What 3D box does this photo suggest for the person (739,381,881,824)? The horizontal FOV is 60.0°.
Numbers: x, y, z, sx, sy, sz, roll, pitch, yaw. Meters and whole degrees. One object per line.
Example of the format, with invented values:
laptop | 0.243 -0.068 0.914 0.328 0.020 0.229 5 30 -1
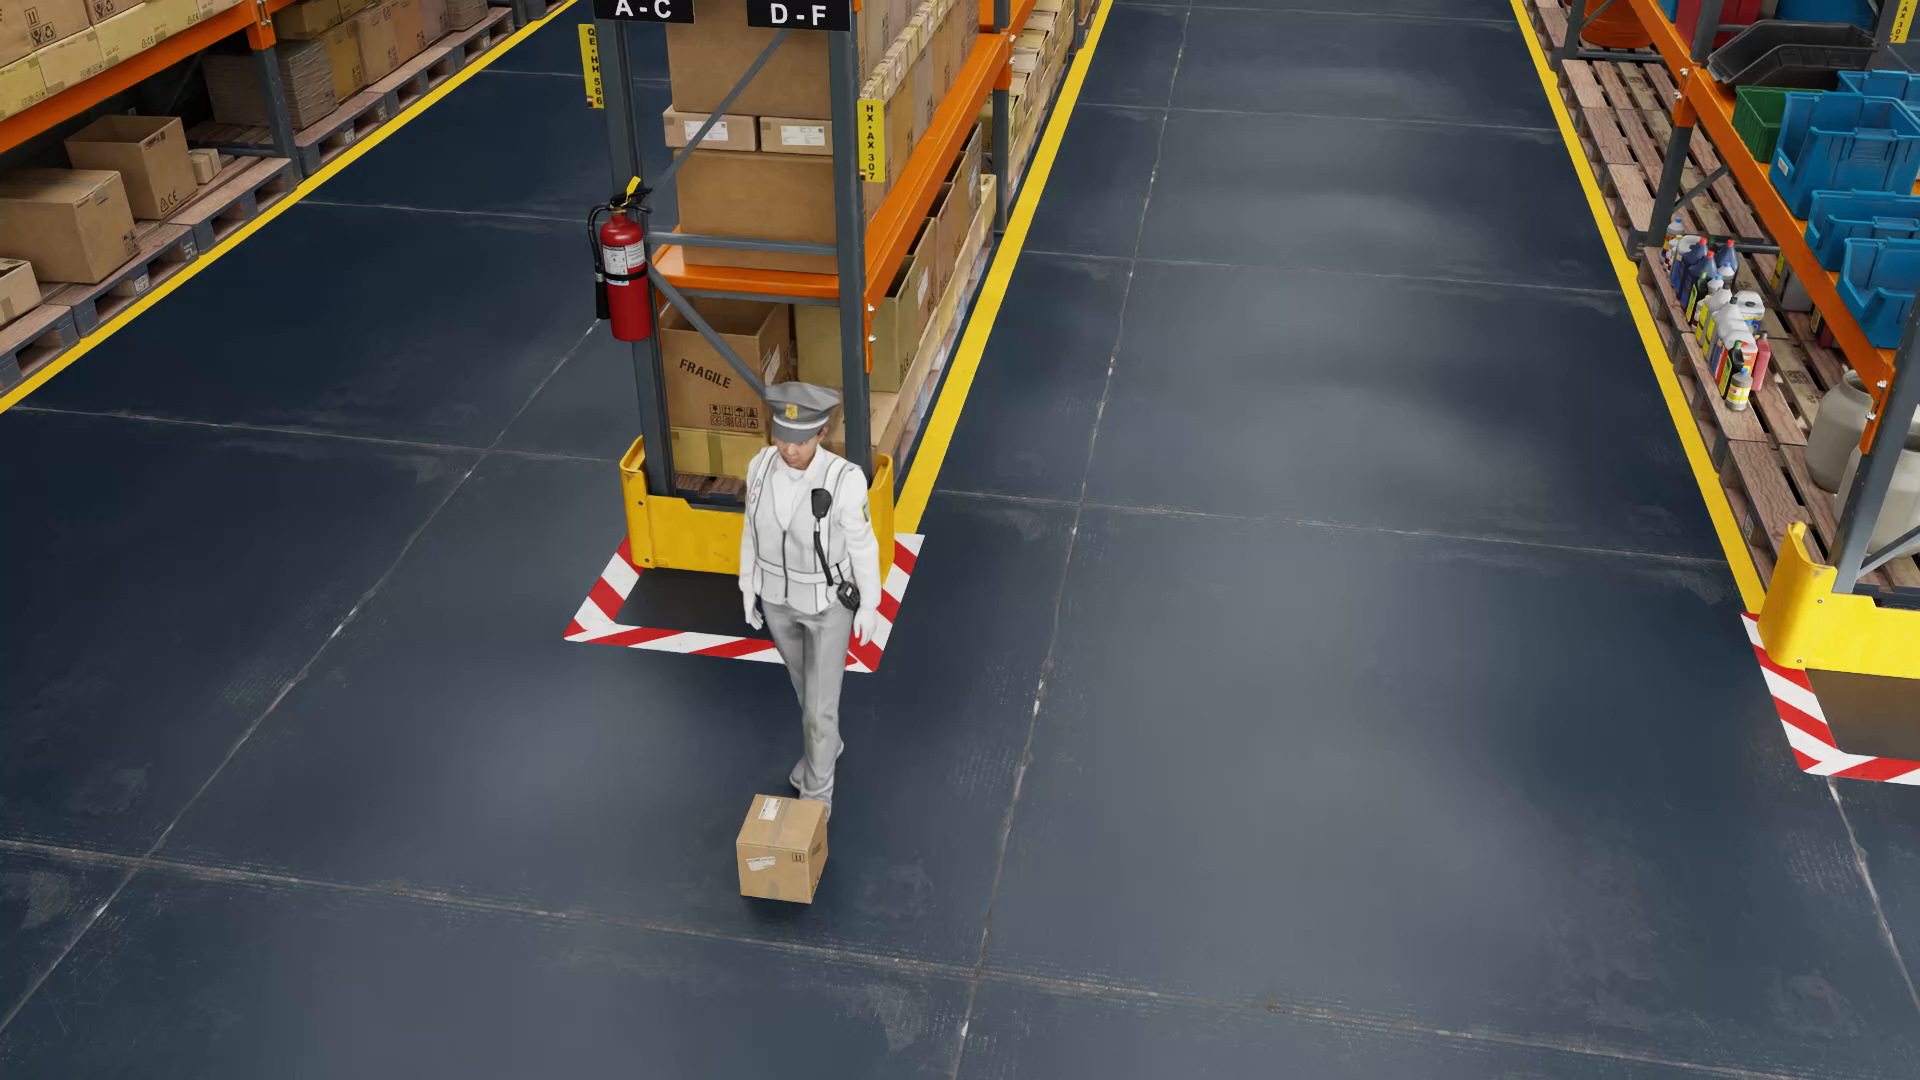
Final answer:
person | -0.576 0.253 5.709 0.503 1.668 0.611 14 35 21
